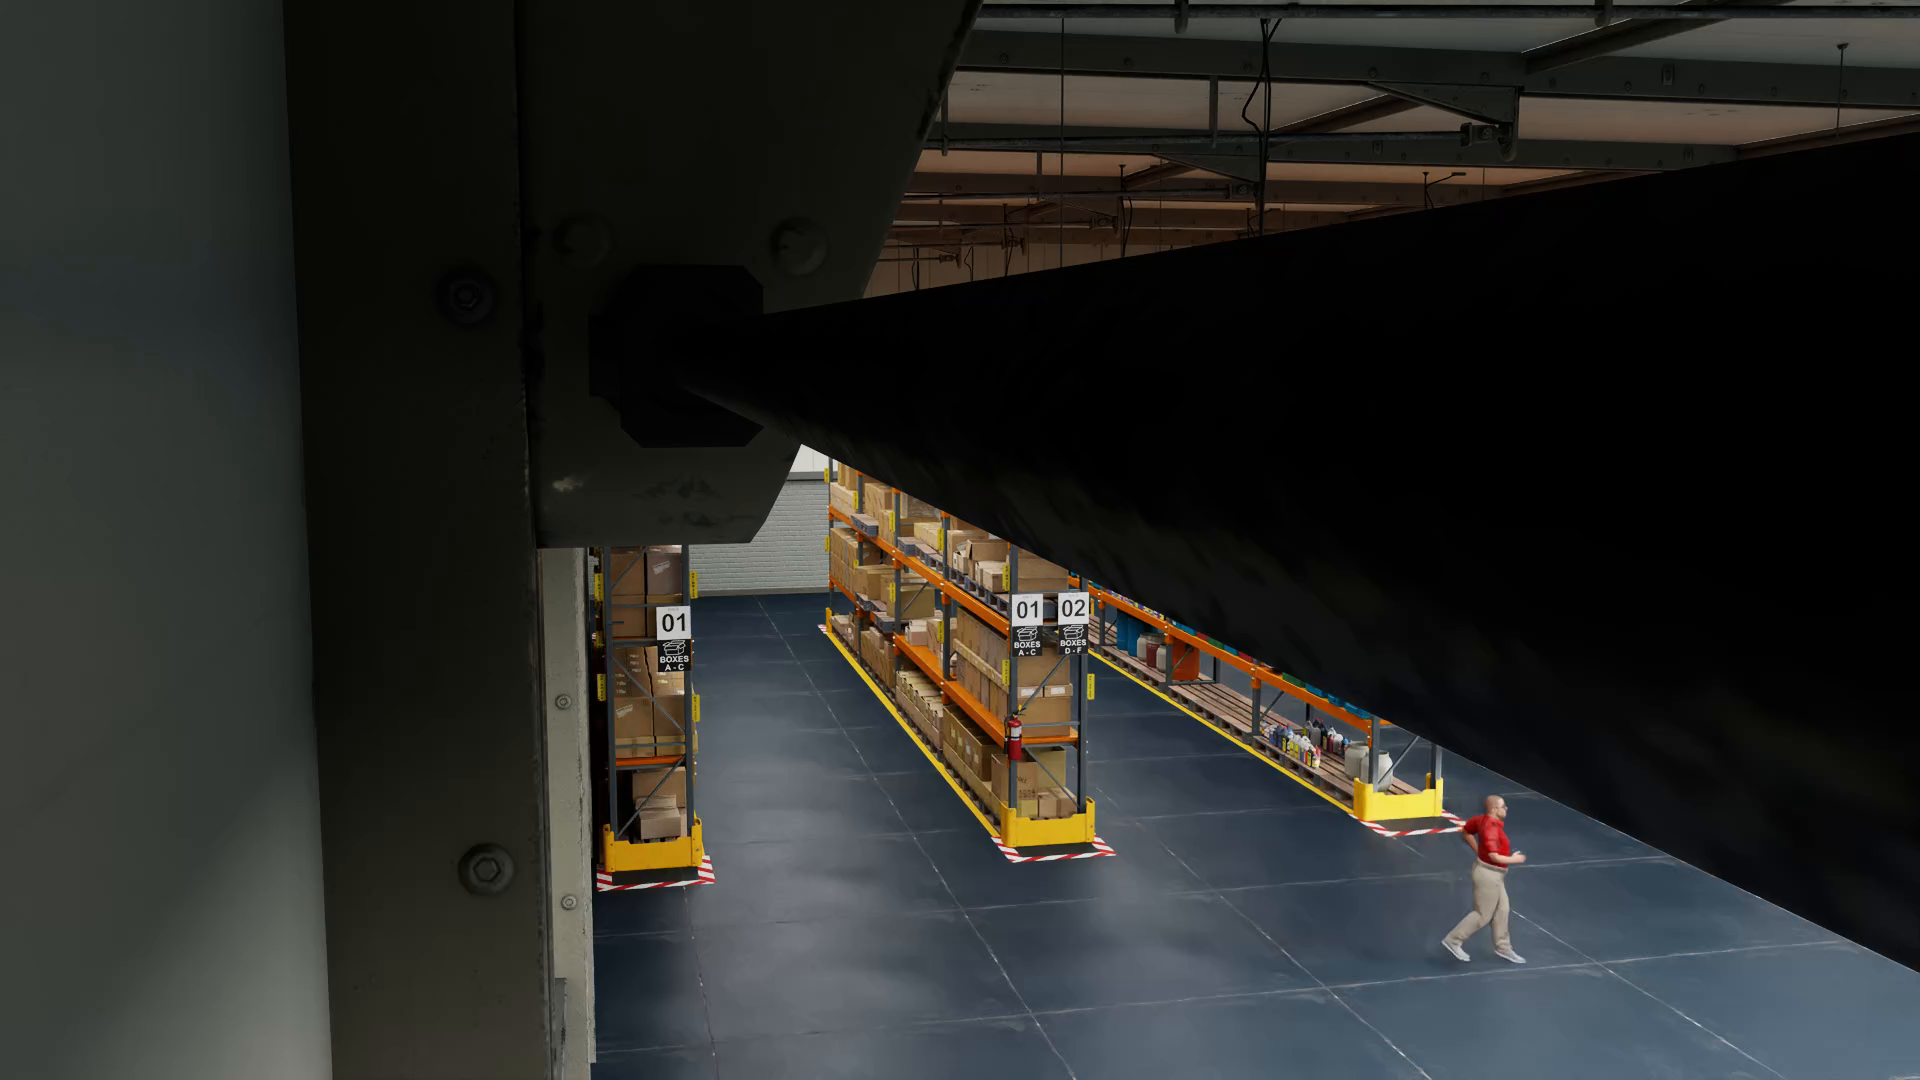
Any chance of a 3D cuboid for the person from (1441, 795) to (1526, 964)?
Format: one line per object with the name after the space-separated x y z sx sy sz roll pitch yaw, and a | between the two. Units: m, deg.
5.367 3.469 16.970 0.861 1.771 0.681 1 7 9 | person
